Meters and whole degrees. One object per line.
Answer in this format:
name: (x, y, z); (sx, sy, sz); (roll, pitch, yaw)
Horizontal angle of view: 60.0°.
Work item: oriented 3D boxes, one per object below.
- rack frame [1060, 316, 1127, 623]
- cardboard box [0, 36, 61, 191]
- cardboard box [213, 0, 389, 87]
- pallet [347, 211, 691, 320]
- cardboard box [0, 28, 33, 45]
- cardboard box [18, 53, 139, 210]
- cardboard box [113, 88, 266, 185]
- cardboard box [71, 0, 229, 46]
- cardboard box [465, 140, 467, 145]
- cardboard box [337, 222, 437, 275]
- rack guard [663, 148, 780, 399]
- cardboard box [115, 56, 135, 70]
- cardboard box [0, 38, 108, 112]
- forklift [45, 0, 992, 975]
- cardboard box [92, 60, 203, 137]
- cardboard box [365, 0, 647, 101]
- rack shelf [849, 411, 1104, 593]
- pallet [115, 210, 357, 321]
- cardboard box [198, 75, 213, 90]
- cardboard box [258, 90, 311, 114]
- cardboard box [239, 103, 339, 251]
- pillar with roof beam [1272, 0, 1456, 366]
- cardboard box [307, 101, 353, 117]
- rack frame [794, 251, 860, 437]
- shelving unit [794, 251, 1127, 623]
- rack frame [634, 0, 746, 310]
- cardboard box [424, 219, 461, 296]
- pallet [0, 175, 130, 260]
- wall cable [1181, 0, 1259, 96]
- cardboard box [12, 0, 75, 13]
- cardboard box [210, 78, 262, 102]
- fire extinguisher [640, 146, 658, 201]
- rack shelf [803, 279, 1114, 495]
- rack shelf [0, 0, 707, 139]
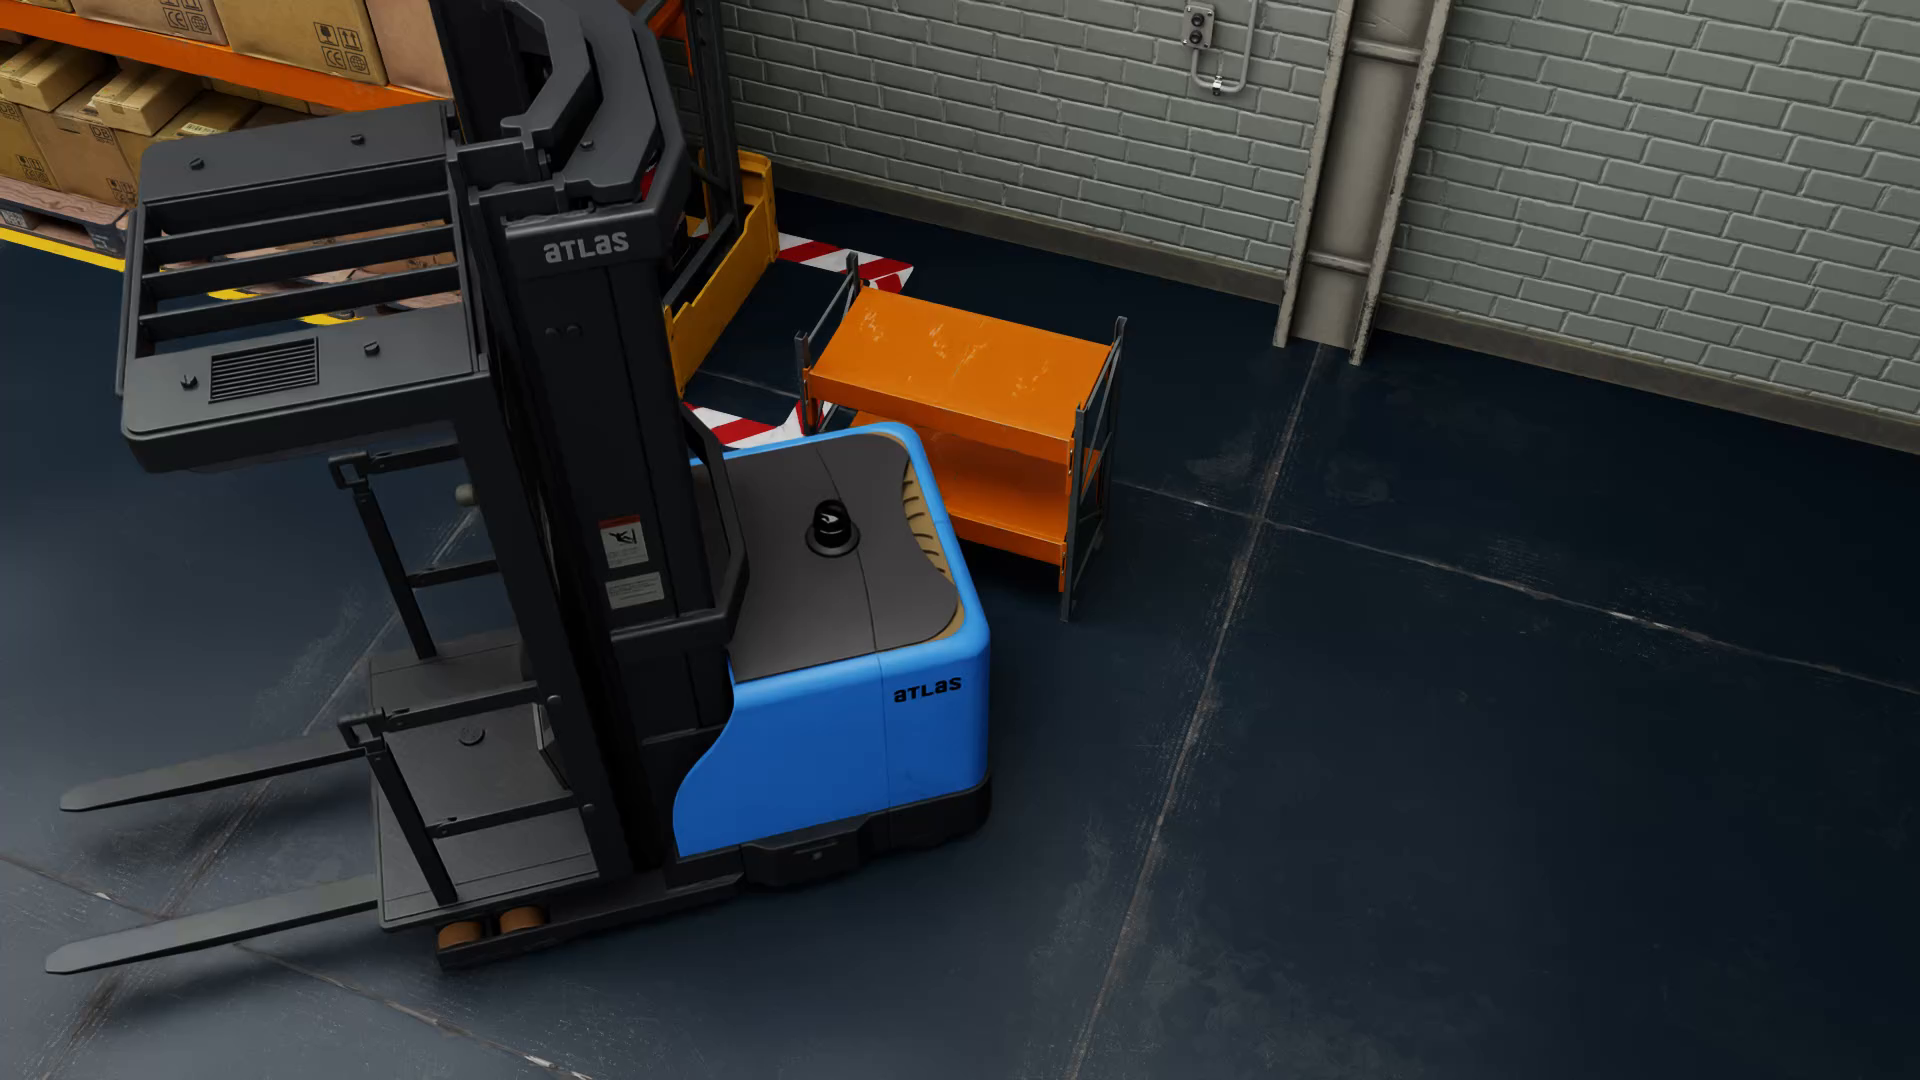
rack frame: (0.483, -0.234, 6.075); (0.032, 1.125, 0.500); (16, 51, 13)
cardboard box: (-4.296, -2.096, 7.824); (0.500, 0.500, 0.700); (16, 51, 14)
cardboard box: (-2.378, -2.405, 6.518); (0.700, 0.700, 0.980); (15, 51, 13)
pallet: (-1.987, -1.238, 7.550); (1.213, 0.211, 1.003); (16, 51, 13)
cardboard box: (-4.363, -2.487, 7.734); (0.250, 0.149, 0.380); (15, 51, 13)
cardboard box: (-3.826, -1.962, 7.708); (0.500, 0.500, 0.700); (15, 51, 13)
cardboard box: (-3.345, -1.826, 7.590); (0.500, 0.500, 0.700); (17, 51, 14)
cardboard box: (-3.090, -2.611, 6.696); (0.700, 0.700, 0.980); (13, 50, 11)
cardboard box: (-2.085, -1.546, 6.918); (0.250, 0.149, 0.380); (15, 51, 13)
cardboard box: (-2.371, -1.560, 7.360); (0.500, 0.500, 0.700); (15, 51, 13)
rack guard: (-1.187, -1.173, 7.302); (0.348, 0.500, 1.175); (16, 51, 13)
cardboard box: (-3.621, -2.282, 7.556); (0.250, 0.149, 0.380); (14, 51, 12)
cardboard box: (-4.038, -2.089, 7.389); (0.250, 0.149, 0.380); (17, 51, 14)
forklift: (-1.470, -0.020, 4.694); (3.031, 2.935, 1.130); (-12, 50, -10)
cardboard box: (-3.548, -1.952, 7.271); (0.250, 0.149, 0.380); (14, 51, 12)
cardboard box: (-1.692, -2.222, 6.359); (0.700, 0.700, 0.980); (18, 51, 15)
rack shelf: (0.006, -0.207, 6.375); (1.000, 0.278, 0.538); (16, 51, 13)
pallet: (-3.128, -1.559, 7.828); (1.213, 0.211, 1.003); (16, 51, 13)
cardboard box: (-3.384, -2.215, 7.498); (0.250, 0.149, 0.380); (16, 51, 14)
cardboard box: (-2.905, -2.081, 7.382); (0.250, 0.149, 0.380); (16, 51, 13)
cardboard box: (-2.843, -1.691, 7.474); (0.500, 0.500, 0.700); (14, 51, 12)
pillar with roof beam: (0.131, -0.817, 1.370); (0.400, 9.000, 9.100); (16, 51, 13)
cardboard box: (-2.664, -2.015, 7.325); (0.250, 0.149, 0.380); (16, 51, 14)
rack frame: (-0.471, -0.500, 6.305); (0.032, 1.125, 0.500); (16, 51, 13)
shelving unit: (0.006, -0.367, 6.190); (1.048, 1.125, 0.538); (16, 51, 13)
rack frame: (-1.210, -1.998, 6.363); (0.127, 3.000, 1.000); (16, 51, 13)
cardboard box: (-1.901, -1.429, 7.246); (0.500, 0.500, 0.700); (16, 51, 13)
pallet: (-4.276, -1.877, 8.104); (1.213, 0.211, 1.003); (16, 51, 13)
wall cable: (0.319, -2.666, 6.270); (1.851, 1.984, 0.084); (16, 51, 13)
cardboard box: (-3.776, -2.795, 6.855); (0.700, 0.700, 0.980); (14, 51, 12)
cardboard box: (-3.142, -2.148, 7.440); (0.250, 0.149, 0.380); (15, 51, 12)
fire extinguisher: (-1.228, -1.484, 6.215); (0.183, 0.674, 0.296); (16, 51, 13)
rack shelf: (0.006, -0.558, 5.969); (1.000, 0.278, 0.538); (16, 51, 13)
rack shelf: (-3.086, -2.286, 7.089); (4.000, 0.370, 1.077); (16, 51, 13)
